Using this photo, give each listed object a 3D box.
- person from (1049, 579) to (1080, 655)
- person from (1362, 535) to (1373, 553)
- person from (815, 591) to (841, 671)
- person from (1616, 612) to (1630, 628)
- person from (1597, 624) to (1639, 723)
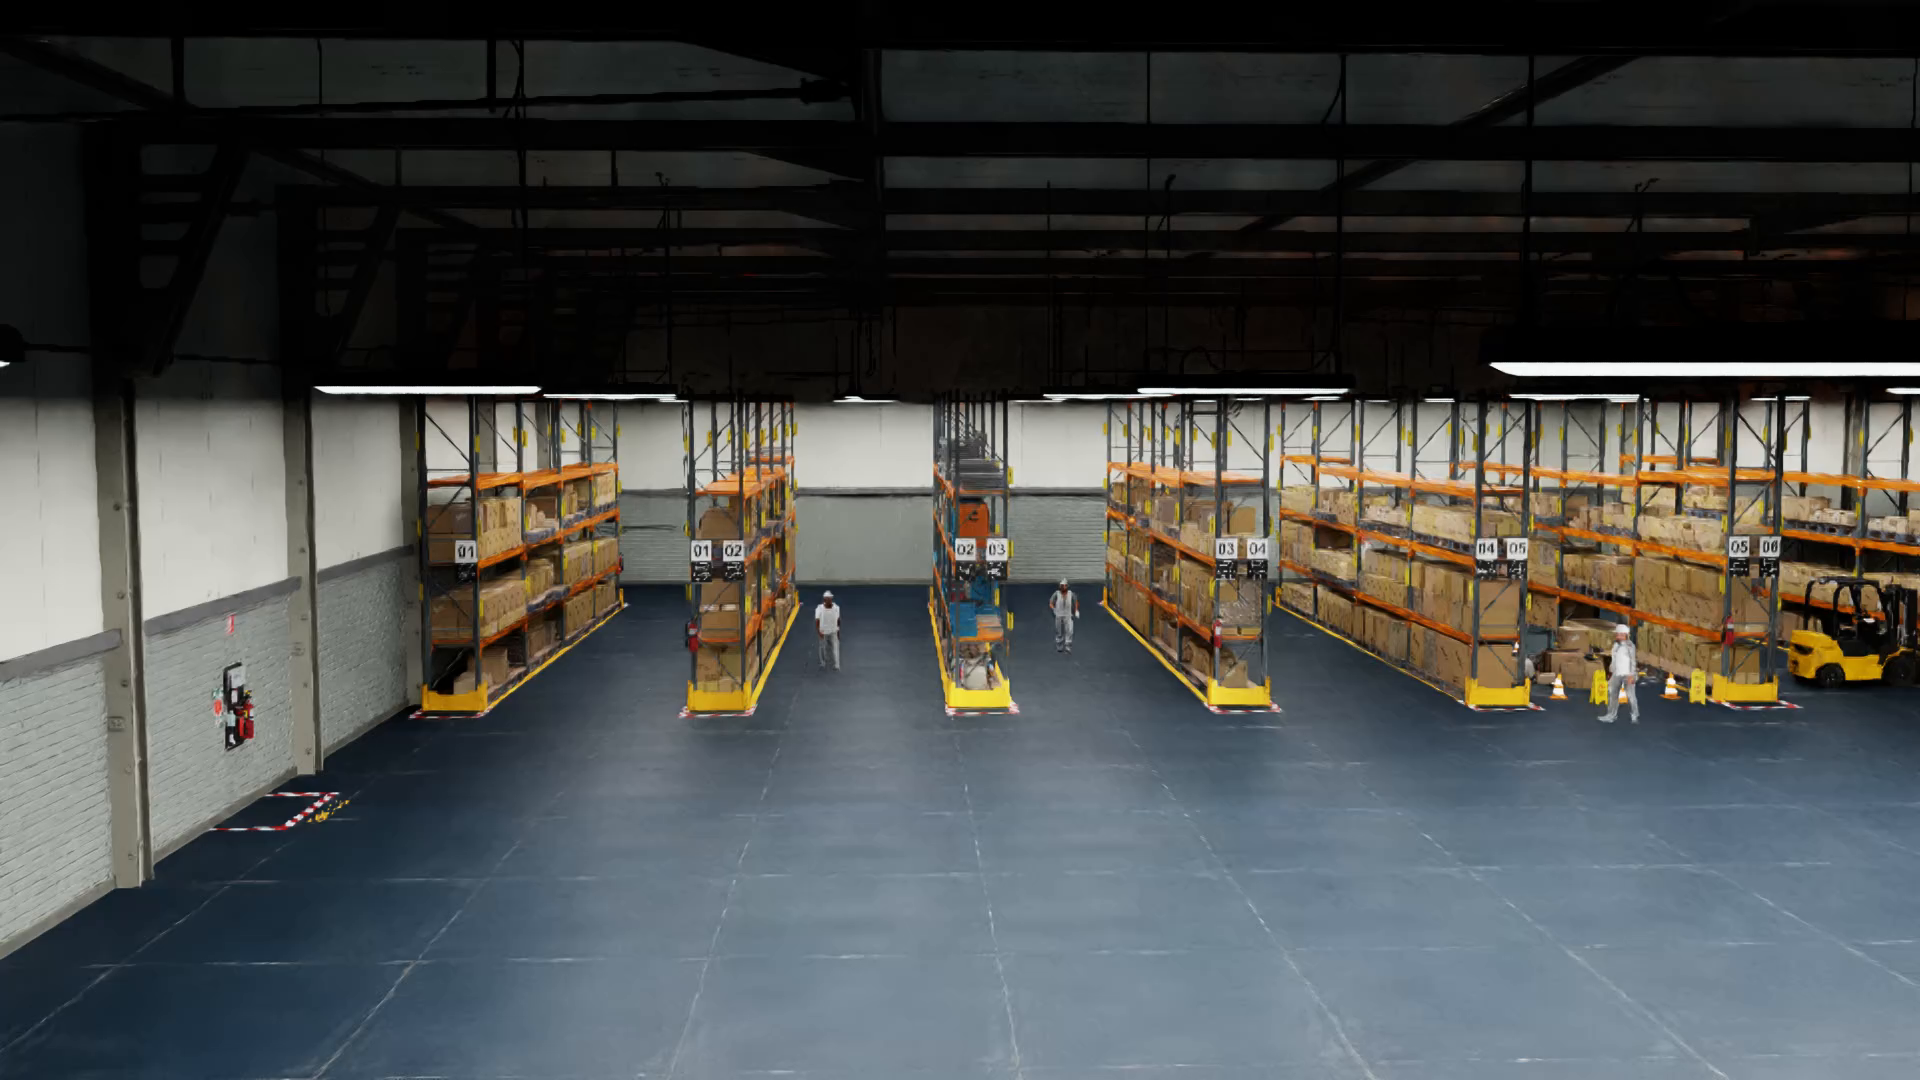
[{"bbox_3d":[2.402,1.745,38.206,0.703,1.722,0.825,0,5,3],"label":"person"},{"bbox_3d":[12.437,0.695,50.856,0.714,1.785,0.555,-3,5,-32],"label":"person"},{"bbox_3d":[-2.837,1.947,35.756,0.571,1.707,1.035,-1,5,-11],"label":"person"},{"bbox_3d":[16.497,1.440,41.460,0.550,1.782,0.636,2,5,28],"label":"person"},{"bbox_3d":[11.890,2.401,29.937,0.620,1.773,0.643,-2,5,-20],"label":"person"}]
